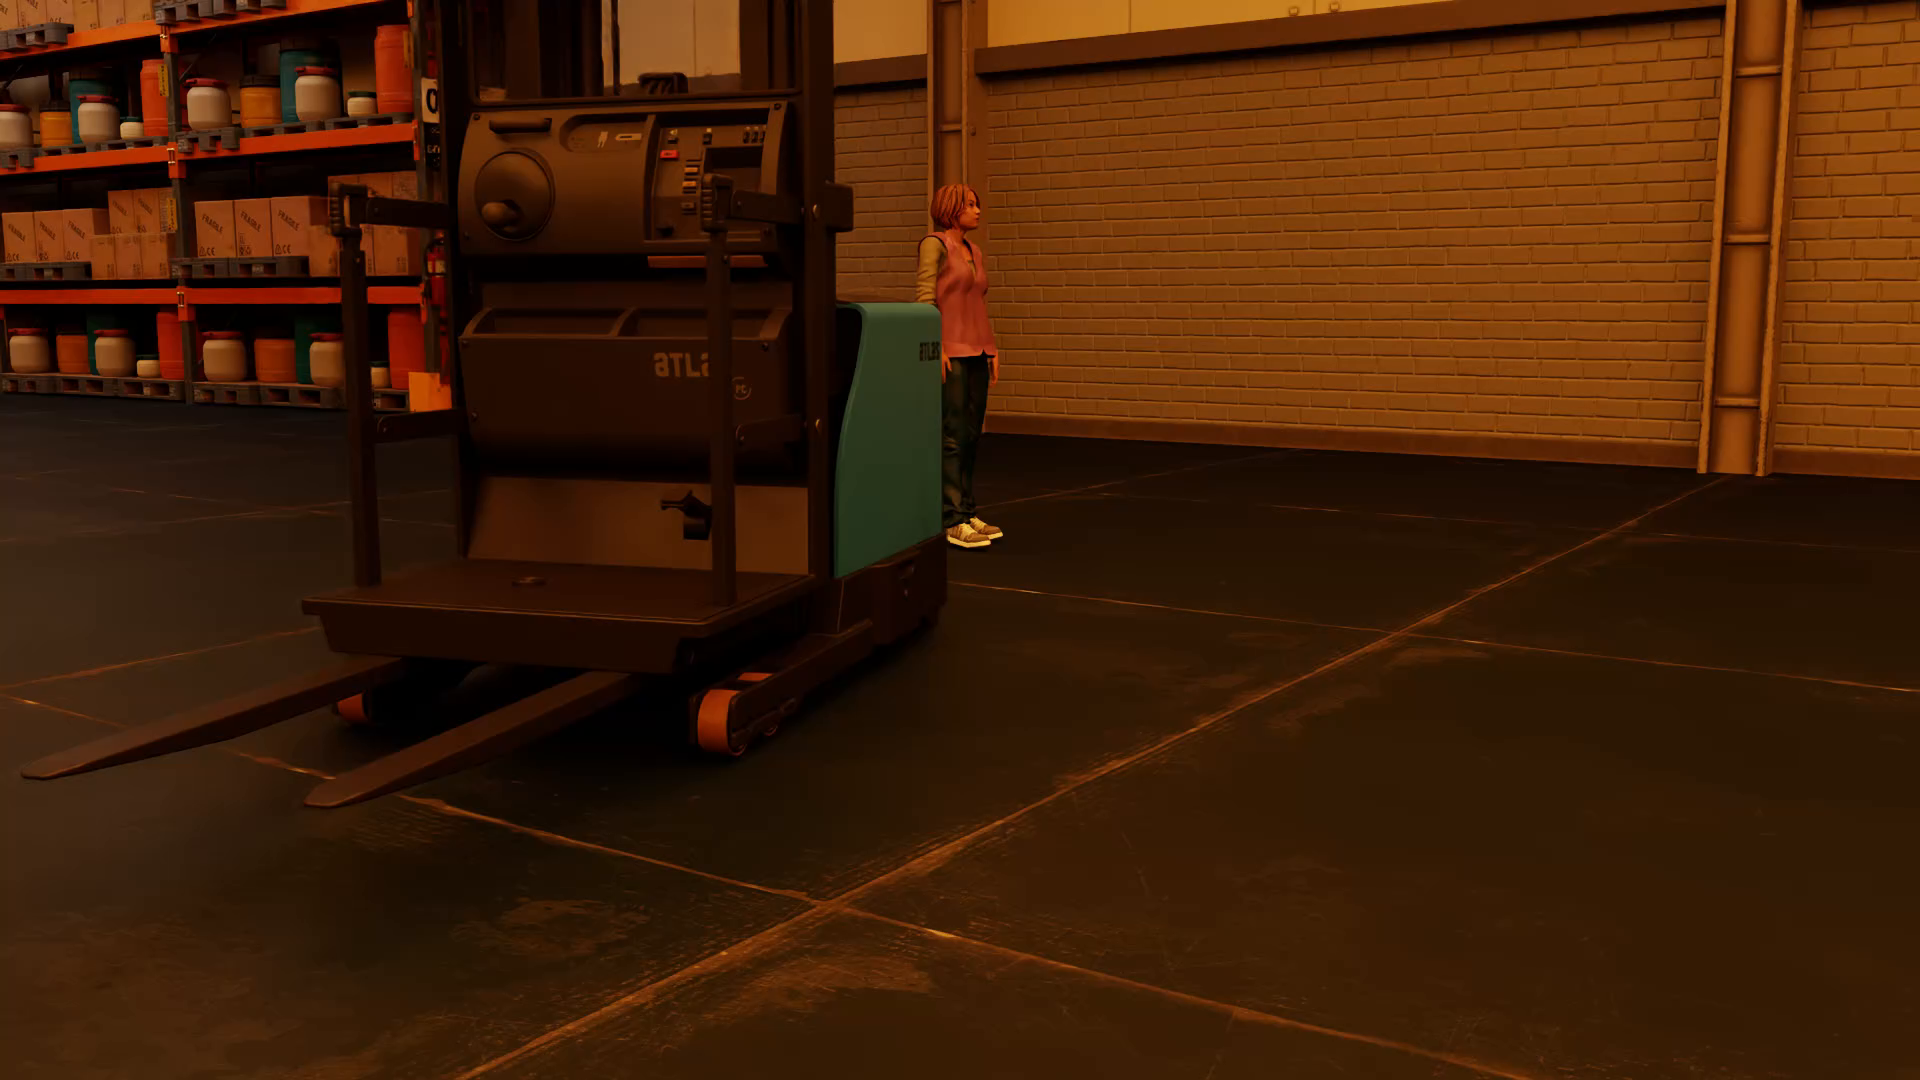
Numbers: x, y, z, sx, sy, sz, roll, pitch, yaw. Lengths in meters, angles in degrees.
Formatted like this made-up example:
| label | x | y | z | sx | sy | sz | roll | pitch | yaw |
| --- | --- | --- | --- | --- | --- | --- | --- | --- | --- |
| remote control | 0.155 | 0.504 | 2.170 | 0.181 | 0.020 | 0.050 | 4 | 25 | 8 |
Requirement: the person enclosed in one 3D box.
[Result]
| label | x | y | z | sx | sy | sz | roll | pitch | yaw |
| --- | --- | --- | --- | --- | --- | --- | --- | --- | --- |
| person | 0.054 | -0.791 | 7.437 | 0.473 | 1.599 | 0.520 | 5 | 10 | 34 |

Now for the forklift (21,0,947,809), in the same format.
| label | x | y | z | sx | sy | sz | roll | pitch | yaw |
| --- | --- | --- | --- | --- | --- | --- | --- | --- | --- |
| forklift | -0.956 | -0.995 | 4.188 | 1.130 | 2.935 | 3.031 | 2 | 8 | 17 |
